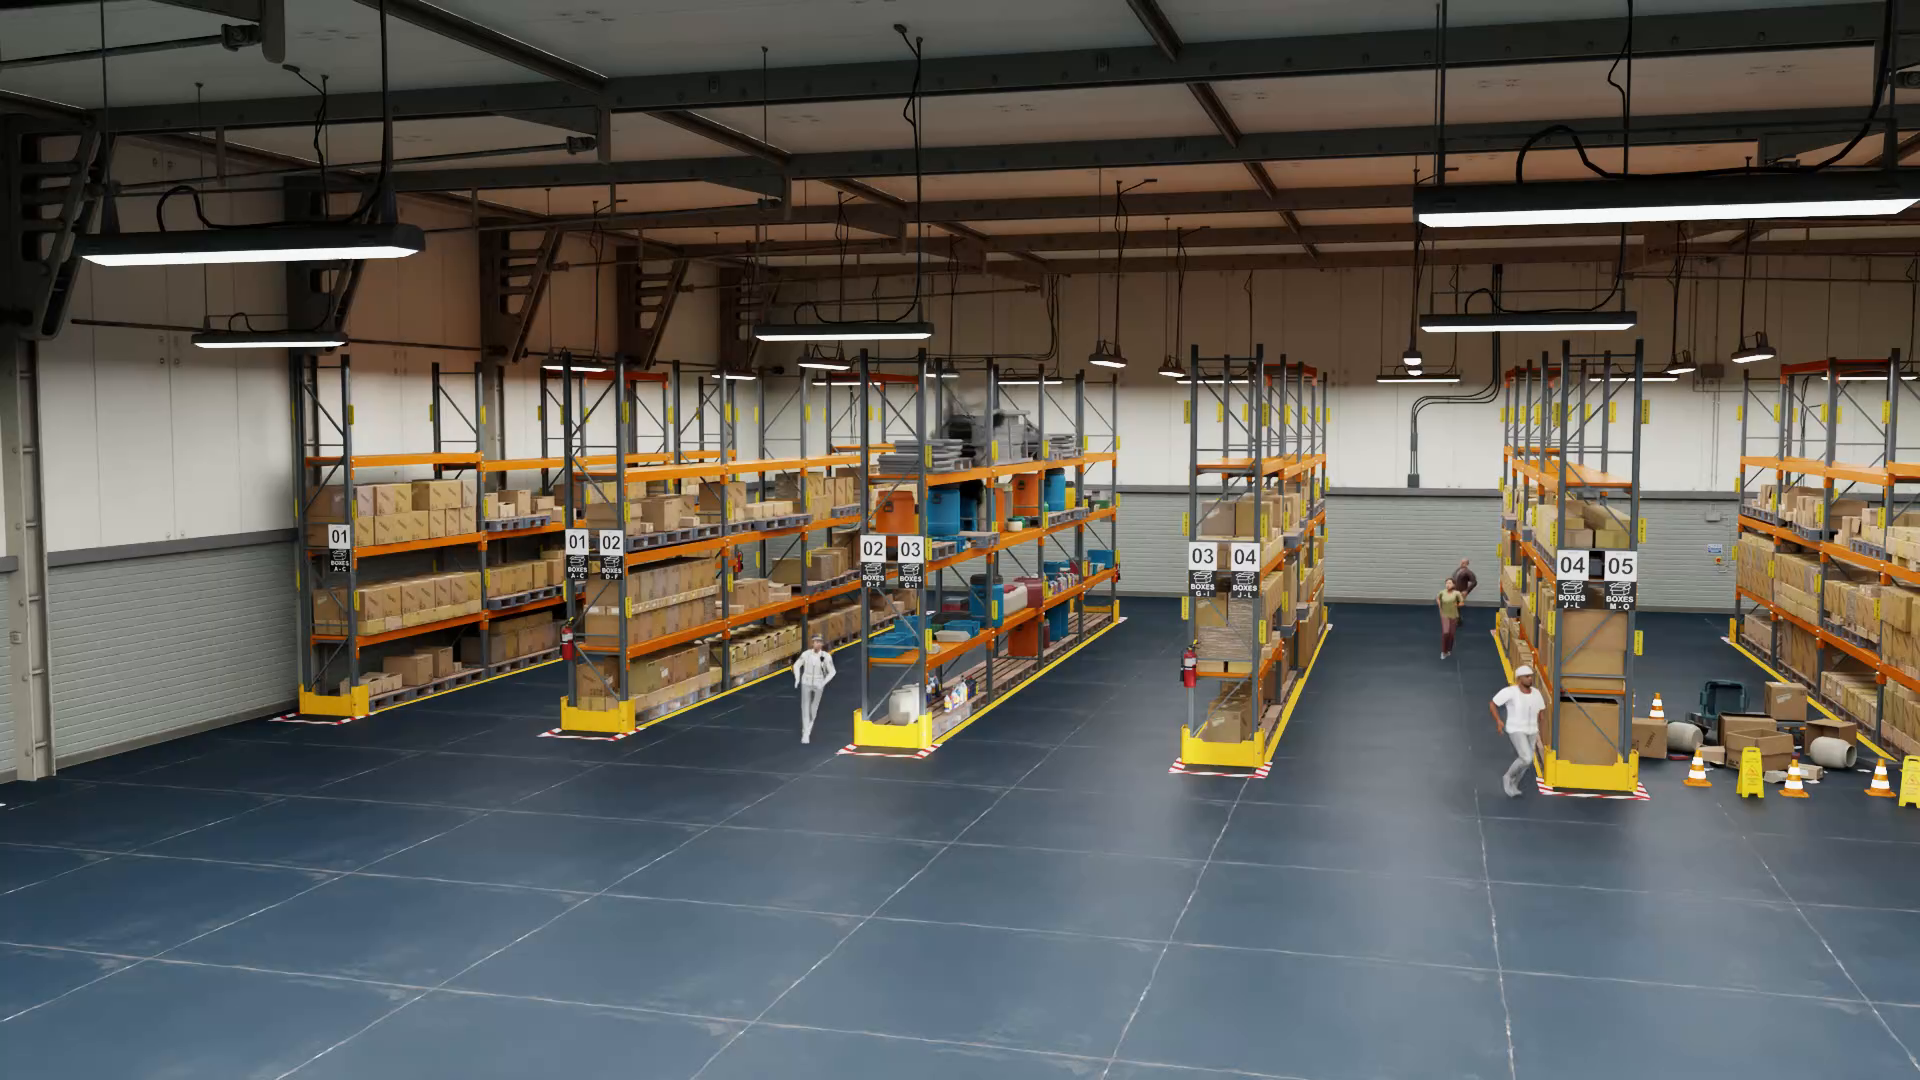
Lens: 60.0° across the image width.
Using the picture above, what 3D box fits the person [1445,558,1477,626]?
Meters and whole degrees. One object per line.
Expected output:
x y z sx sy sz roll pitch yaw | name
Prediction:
11.698 1.250 39.060 0.686 1.704 0.798 0 4 2 | person

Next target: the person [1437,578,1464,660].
10.069 1.624 34.153 0.548 1.701 0.688 1 4 16 | person

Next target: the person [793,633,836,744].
-2.248 2.262 25.693 0.656 1.676 0.696 0 4 -2 | person

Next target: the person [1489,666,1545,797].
7.352 2.499 21.686 0.683 1.718 0.626 -1 5 -18 | person
